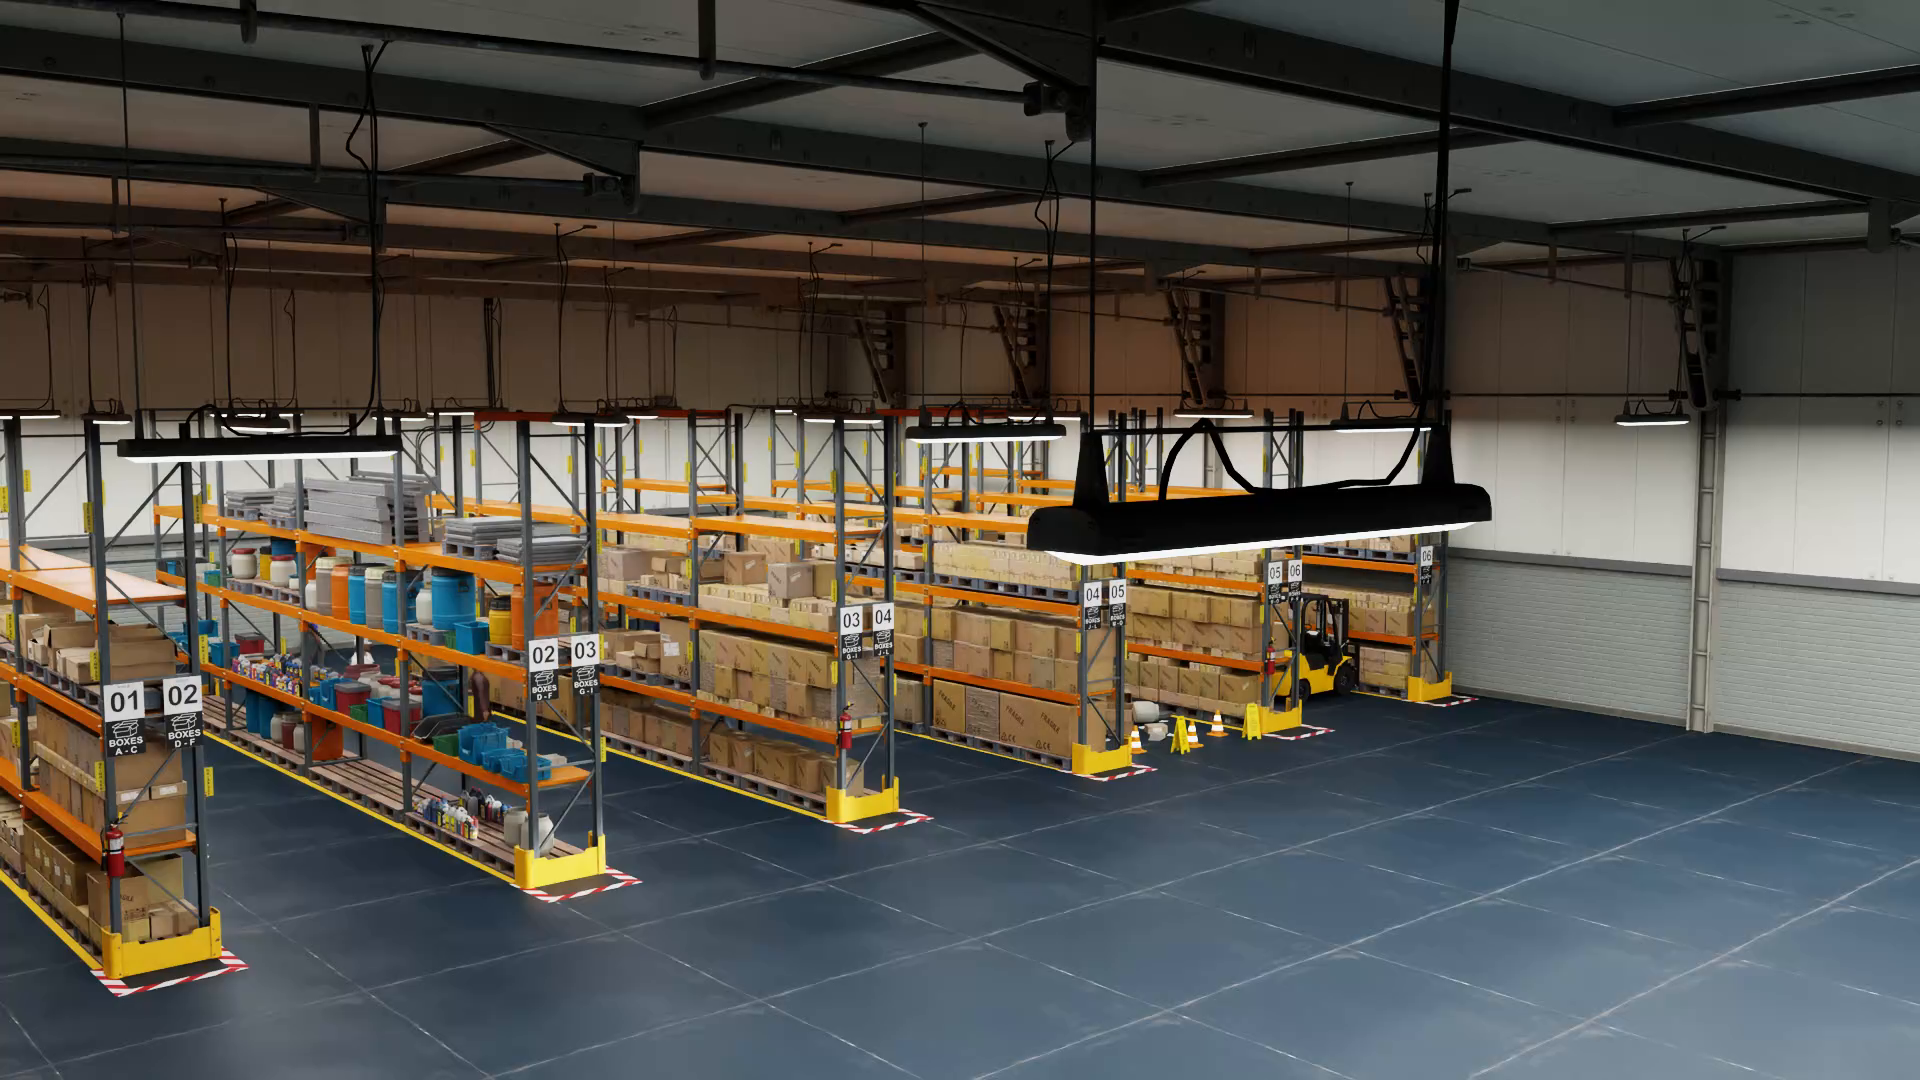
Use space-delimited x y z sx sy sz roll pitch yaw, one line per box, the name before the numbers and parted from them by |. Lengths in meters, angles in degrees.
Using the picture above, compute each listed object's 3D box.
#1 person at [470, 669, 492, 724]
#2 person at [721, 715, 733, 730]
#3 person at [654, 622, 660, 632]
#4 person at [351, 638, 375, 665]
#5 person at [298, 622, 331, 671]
person | -8.239 2.974 28.759 0.467 1.687 0.647 0 5 -5
person | -4.329 2.740 31.053 0.614 1.790 0.659 -2 5 -18
person | -7.417 1.879 41.618 0.525 1.653 0.430 0 5 -3
person | -11.140 2.707 31.135 0.609 1.776 0.536 4 7 42
person | -14.764 2.202 37.765 0.840 1.602 0.464 -2 5 -24
